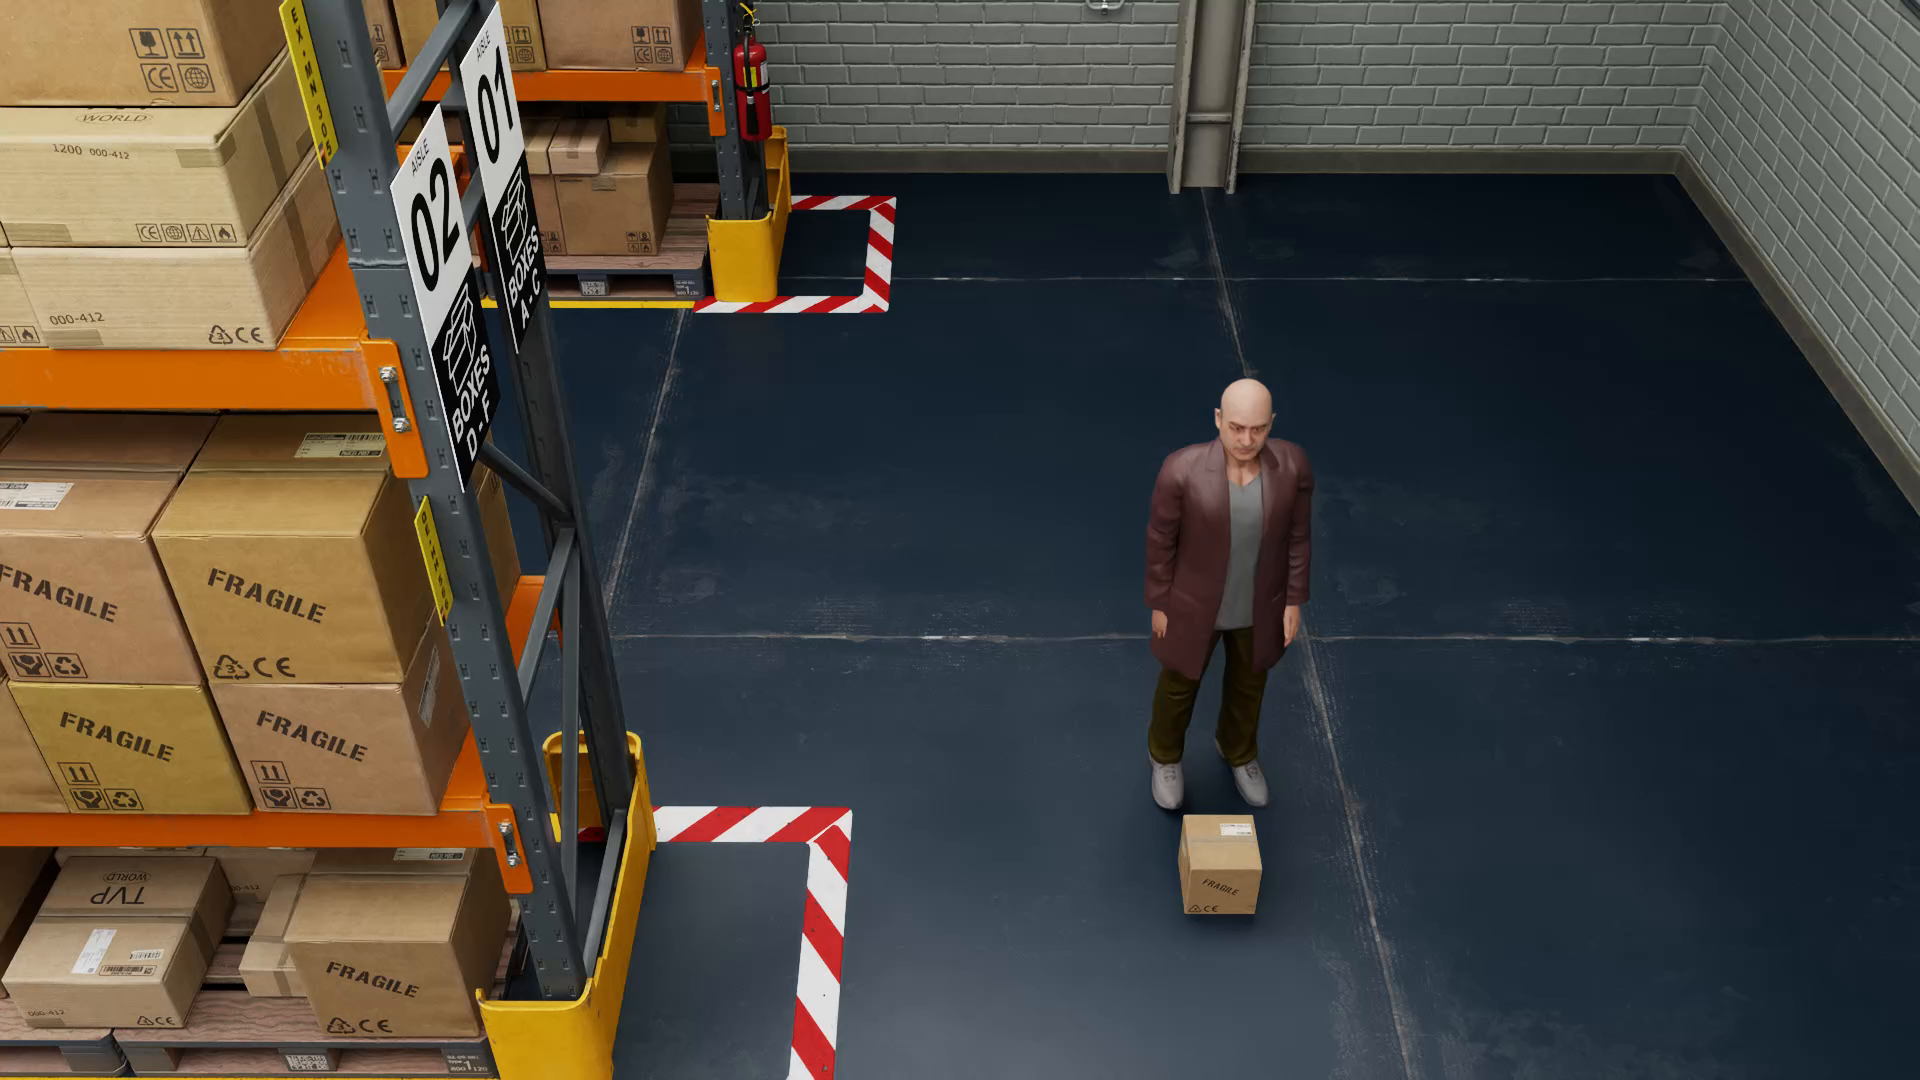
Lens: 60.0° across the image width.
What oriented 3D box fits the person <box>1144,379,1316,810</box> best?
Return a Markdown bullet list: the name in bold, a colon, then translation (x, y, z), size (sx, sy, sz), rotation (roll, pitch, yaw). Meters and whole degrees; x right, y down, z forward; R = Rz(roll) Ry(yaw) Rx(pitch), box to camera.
- **person**: translation (0.936, 0.305, 5.929), size (0.589, 1.603, 0.379), rotation (-3, 39, -4)
